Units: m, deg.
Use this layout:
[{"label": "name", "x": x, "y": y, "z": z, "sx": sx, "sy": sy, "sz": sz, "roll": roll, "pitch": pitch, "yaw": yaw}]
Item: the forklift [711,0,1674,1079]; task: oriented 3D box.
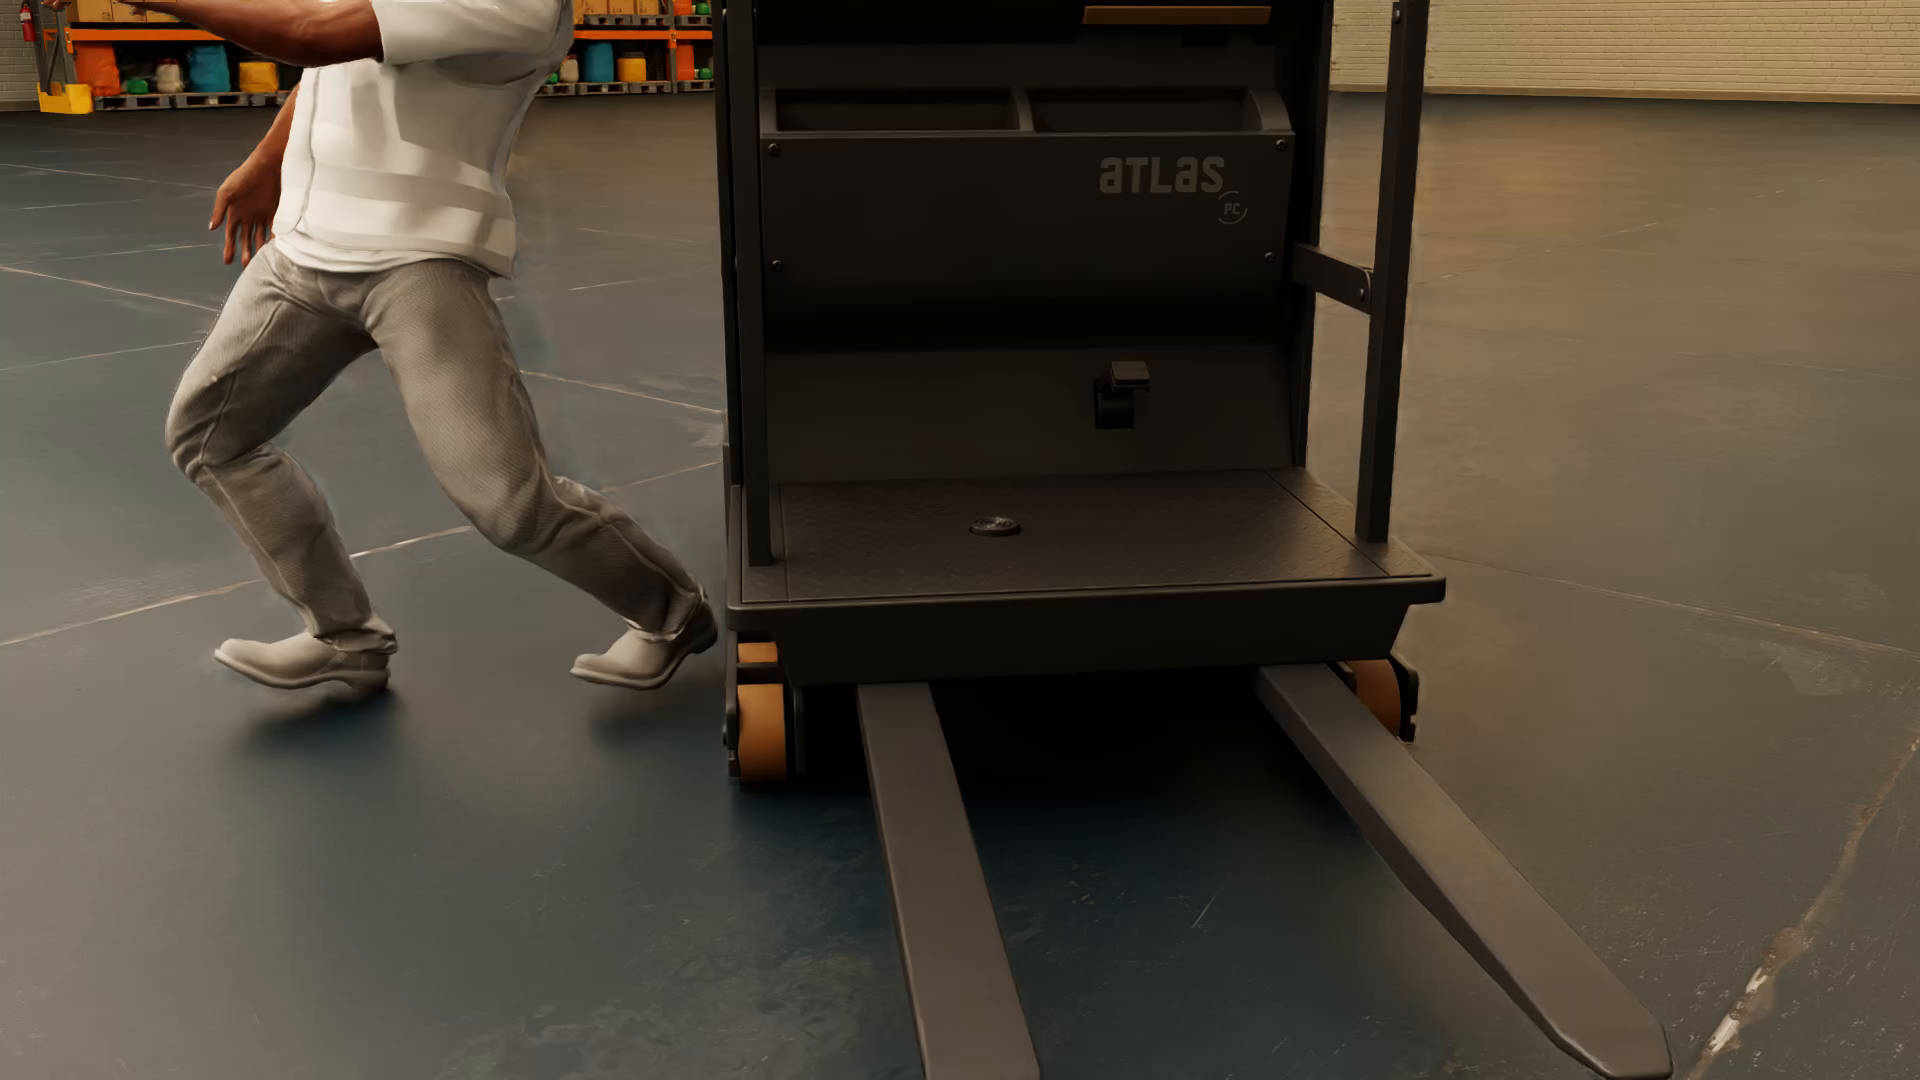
[{"label": "forklift", "x": 0.145, "y": -1.118, "z": 2.579, "sx": 1.130, "sy": 2.935, "sz": 3.031, "roll": -2, "pitch": 17, "yaw": -7}]

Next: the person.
[{"label": "person", "x": -1.001, "y": -0.484, "z": 2.763, "sx": 0.867, "sy": 1.594, "sz": 0.860, "roll": 14, "pitch": 22, "yaw": 38}]
